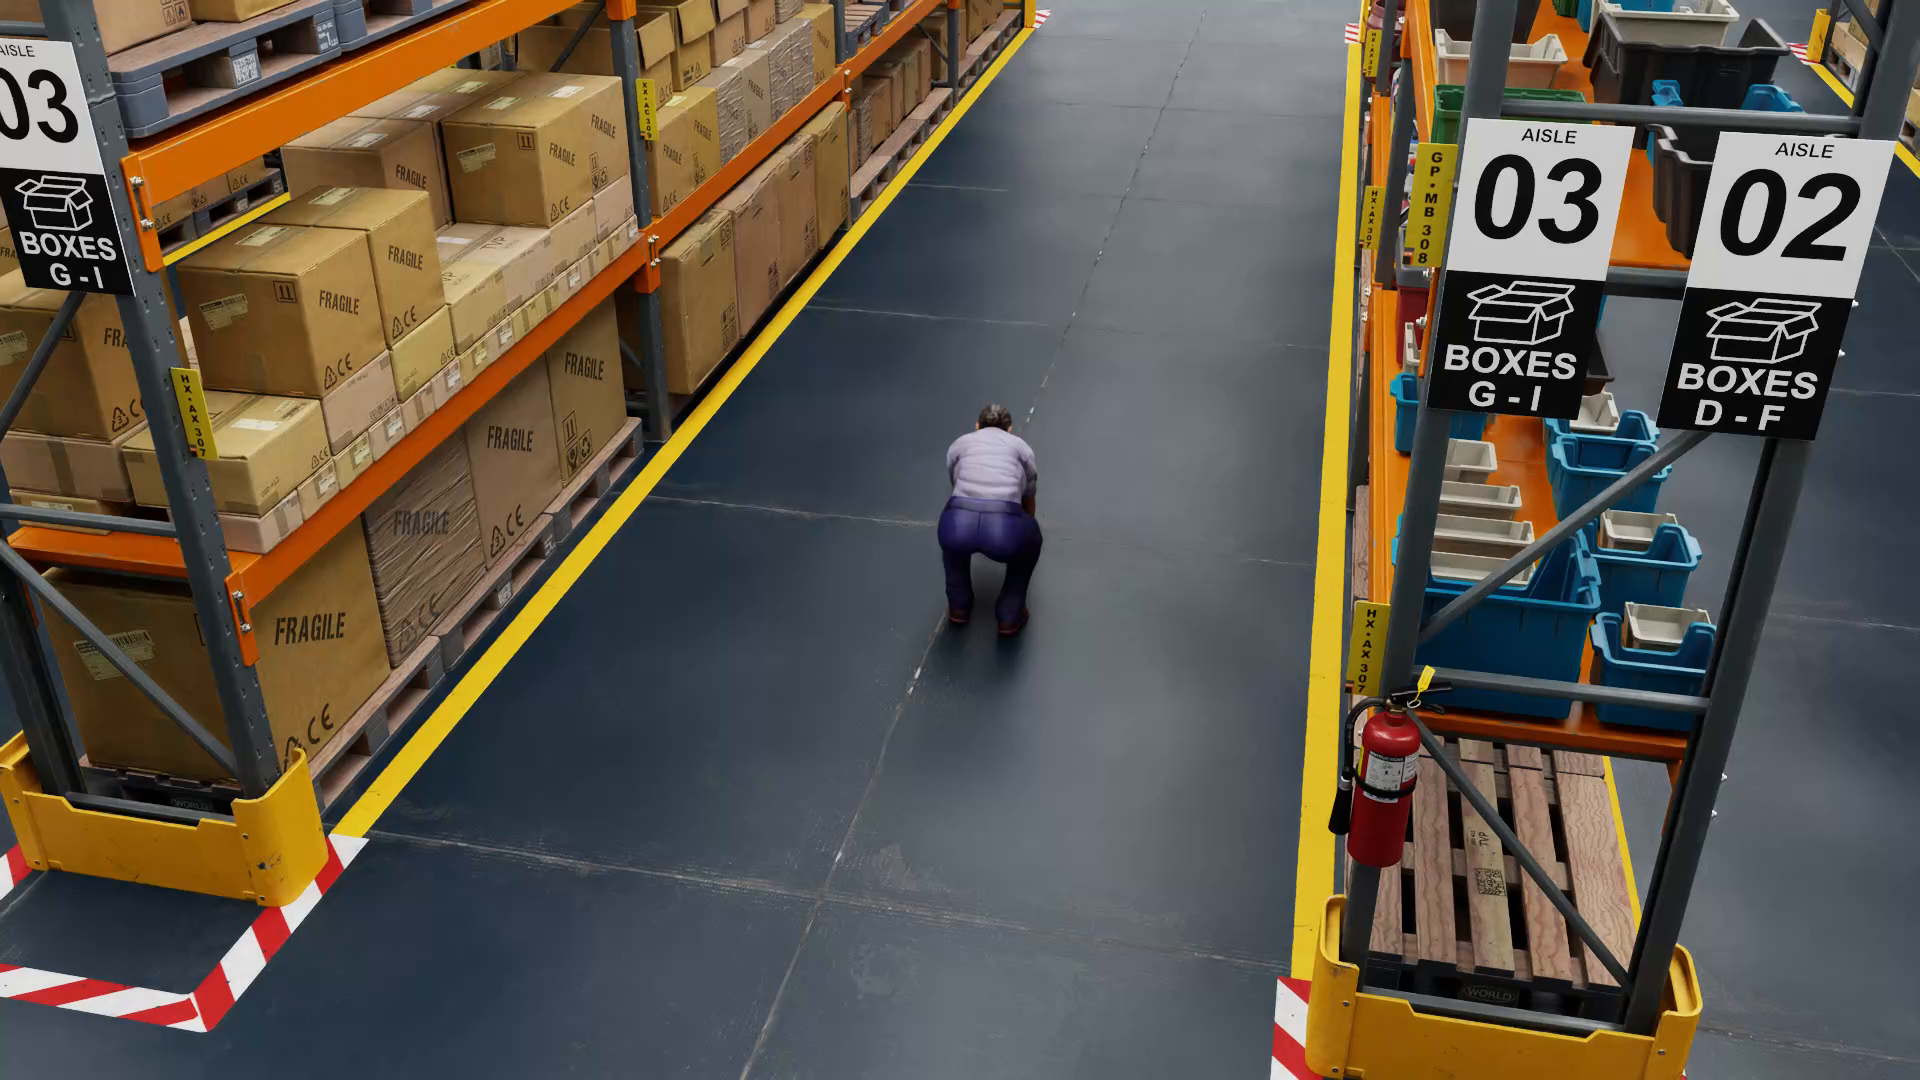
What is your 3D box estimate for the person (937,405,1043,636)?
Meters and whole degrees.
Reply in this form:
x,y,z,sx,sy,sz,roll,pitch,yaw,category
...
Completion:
x,y,z,sx,sy,sz,roll,pitch,yaw,category
0.144,-0.080,8.024,0.508,0.941,0.868,5,29,9,person
